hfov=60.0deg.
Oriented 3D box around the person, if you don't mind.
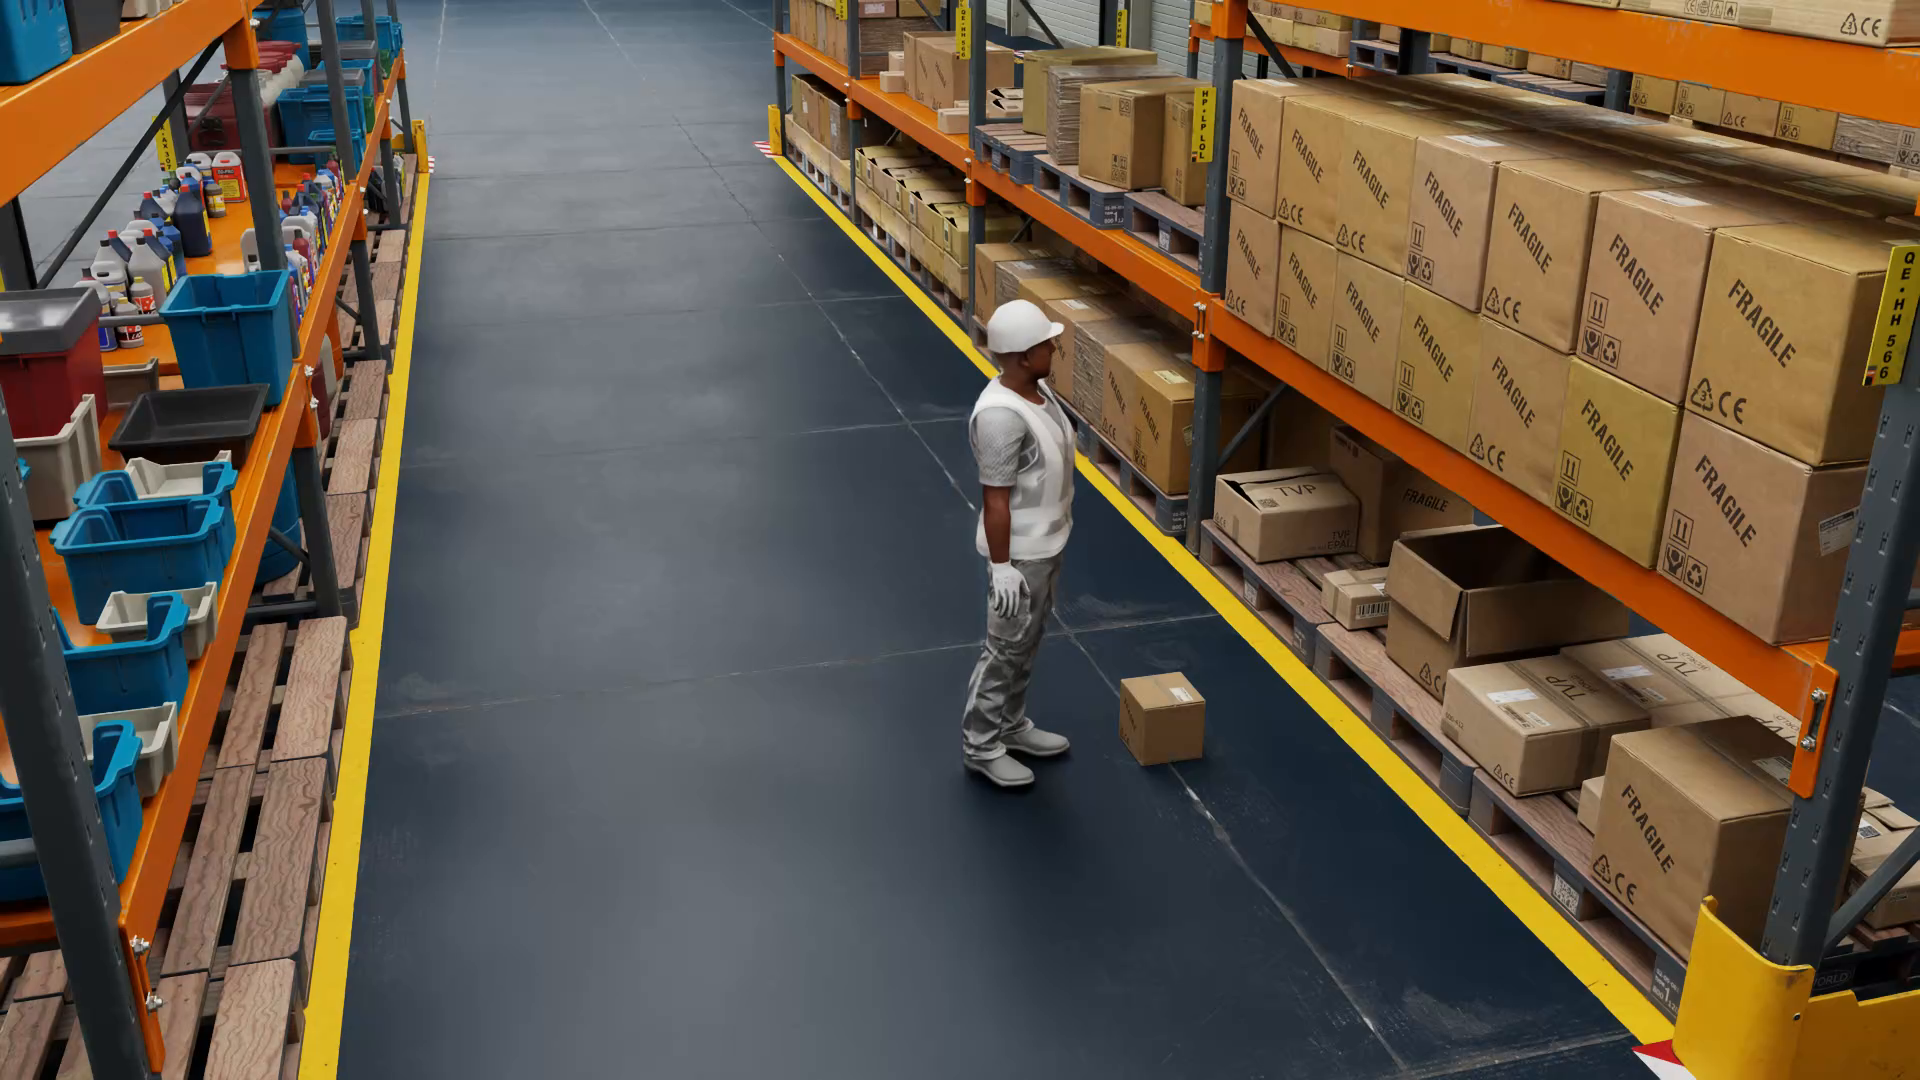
[{"bbox_3d":[0.213,0.013,5.987,0.381,1.783,0.575,5,23,11],"label":"person"}]
